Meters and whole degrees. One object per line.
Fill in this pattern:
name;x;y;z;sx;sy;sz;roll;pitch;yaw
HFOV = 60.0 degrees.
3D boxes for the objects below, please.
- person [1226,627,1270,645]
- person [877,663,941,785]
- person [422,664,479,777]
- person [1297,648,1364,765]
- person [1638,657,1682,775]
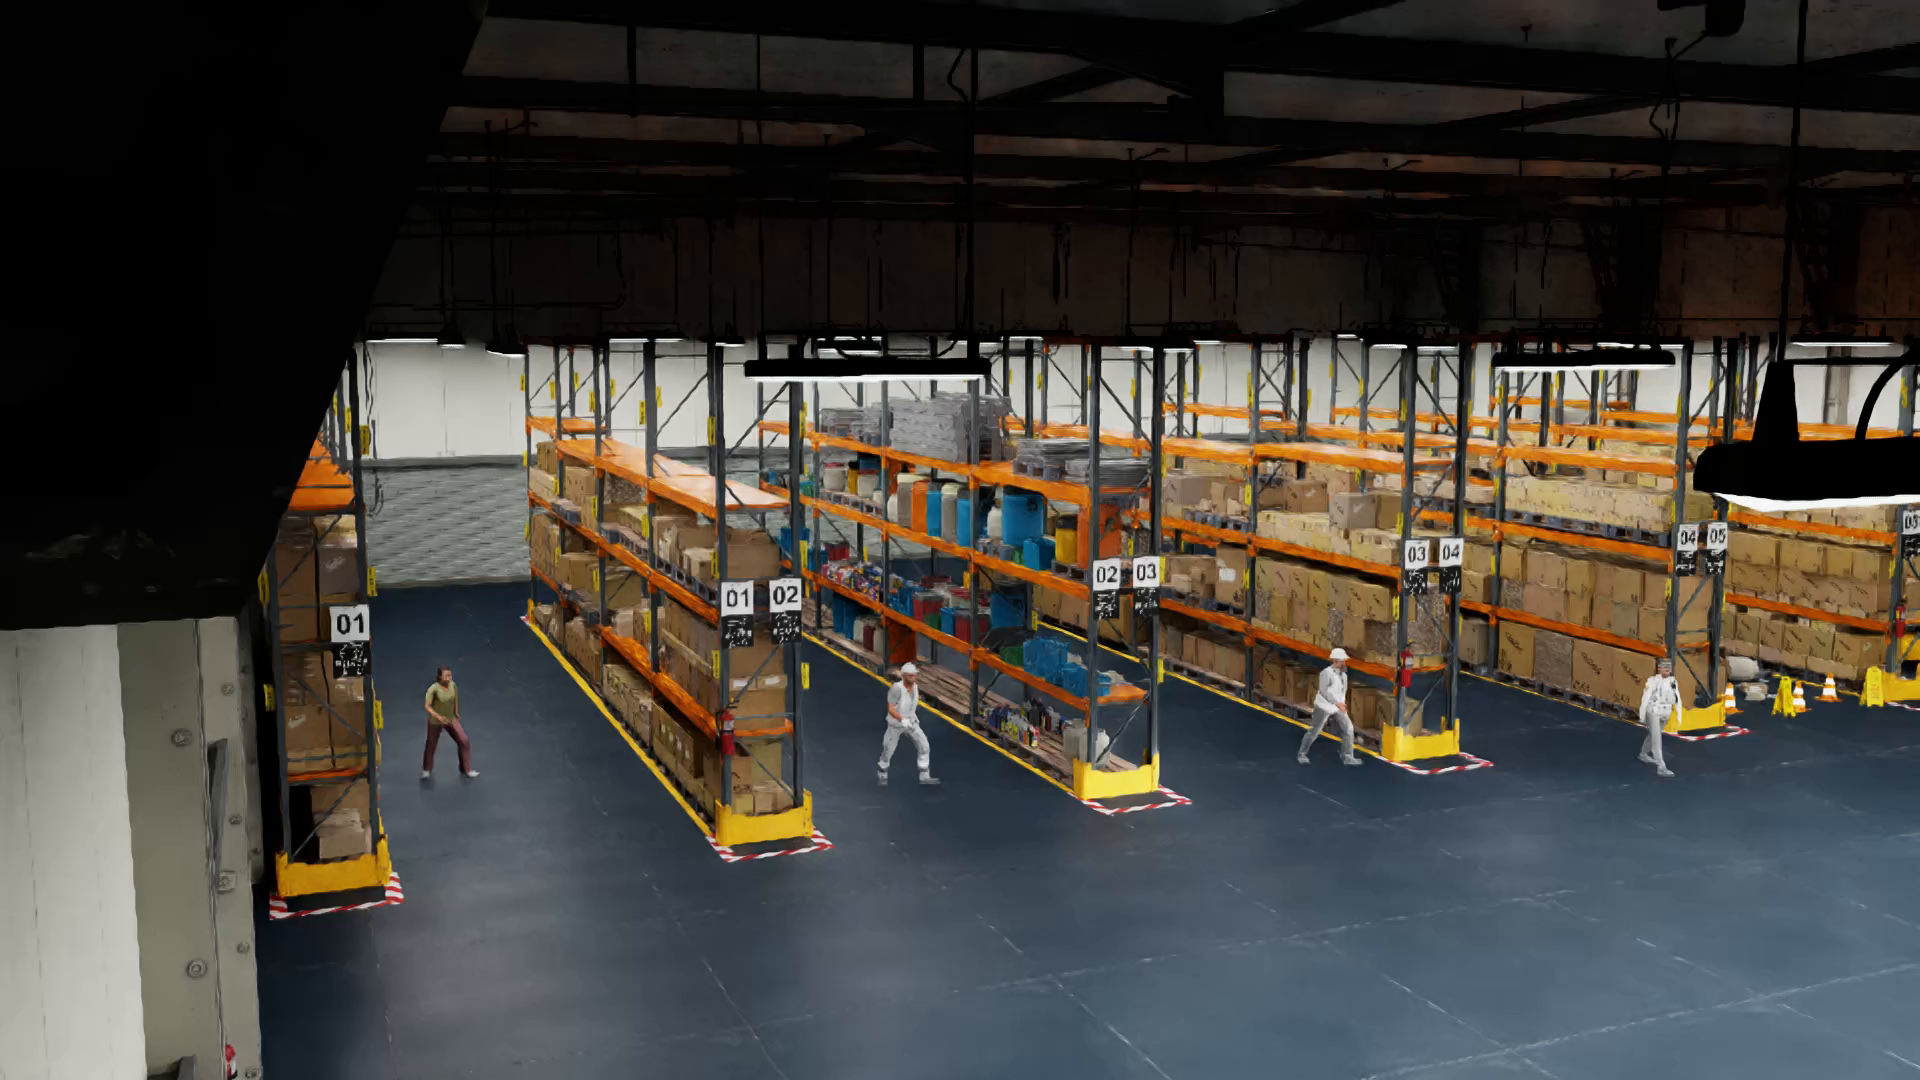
person;5.544;1.210;32.294;0.546;1.644;1.106;-3;8;-24
person;-0.758;2.487;22.499;0.678;1.725;0.789;-7;10;-41
person;-7.112;2.496;22.937;0.625;1.588;0.808;-6;10;-39
person;5.245;2.349;23.601;0.675;1.715;0.842;-6;10;-39
person;9.828;2.422;23.298;0.482;1.621;0.988;-2;8;-13
